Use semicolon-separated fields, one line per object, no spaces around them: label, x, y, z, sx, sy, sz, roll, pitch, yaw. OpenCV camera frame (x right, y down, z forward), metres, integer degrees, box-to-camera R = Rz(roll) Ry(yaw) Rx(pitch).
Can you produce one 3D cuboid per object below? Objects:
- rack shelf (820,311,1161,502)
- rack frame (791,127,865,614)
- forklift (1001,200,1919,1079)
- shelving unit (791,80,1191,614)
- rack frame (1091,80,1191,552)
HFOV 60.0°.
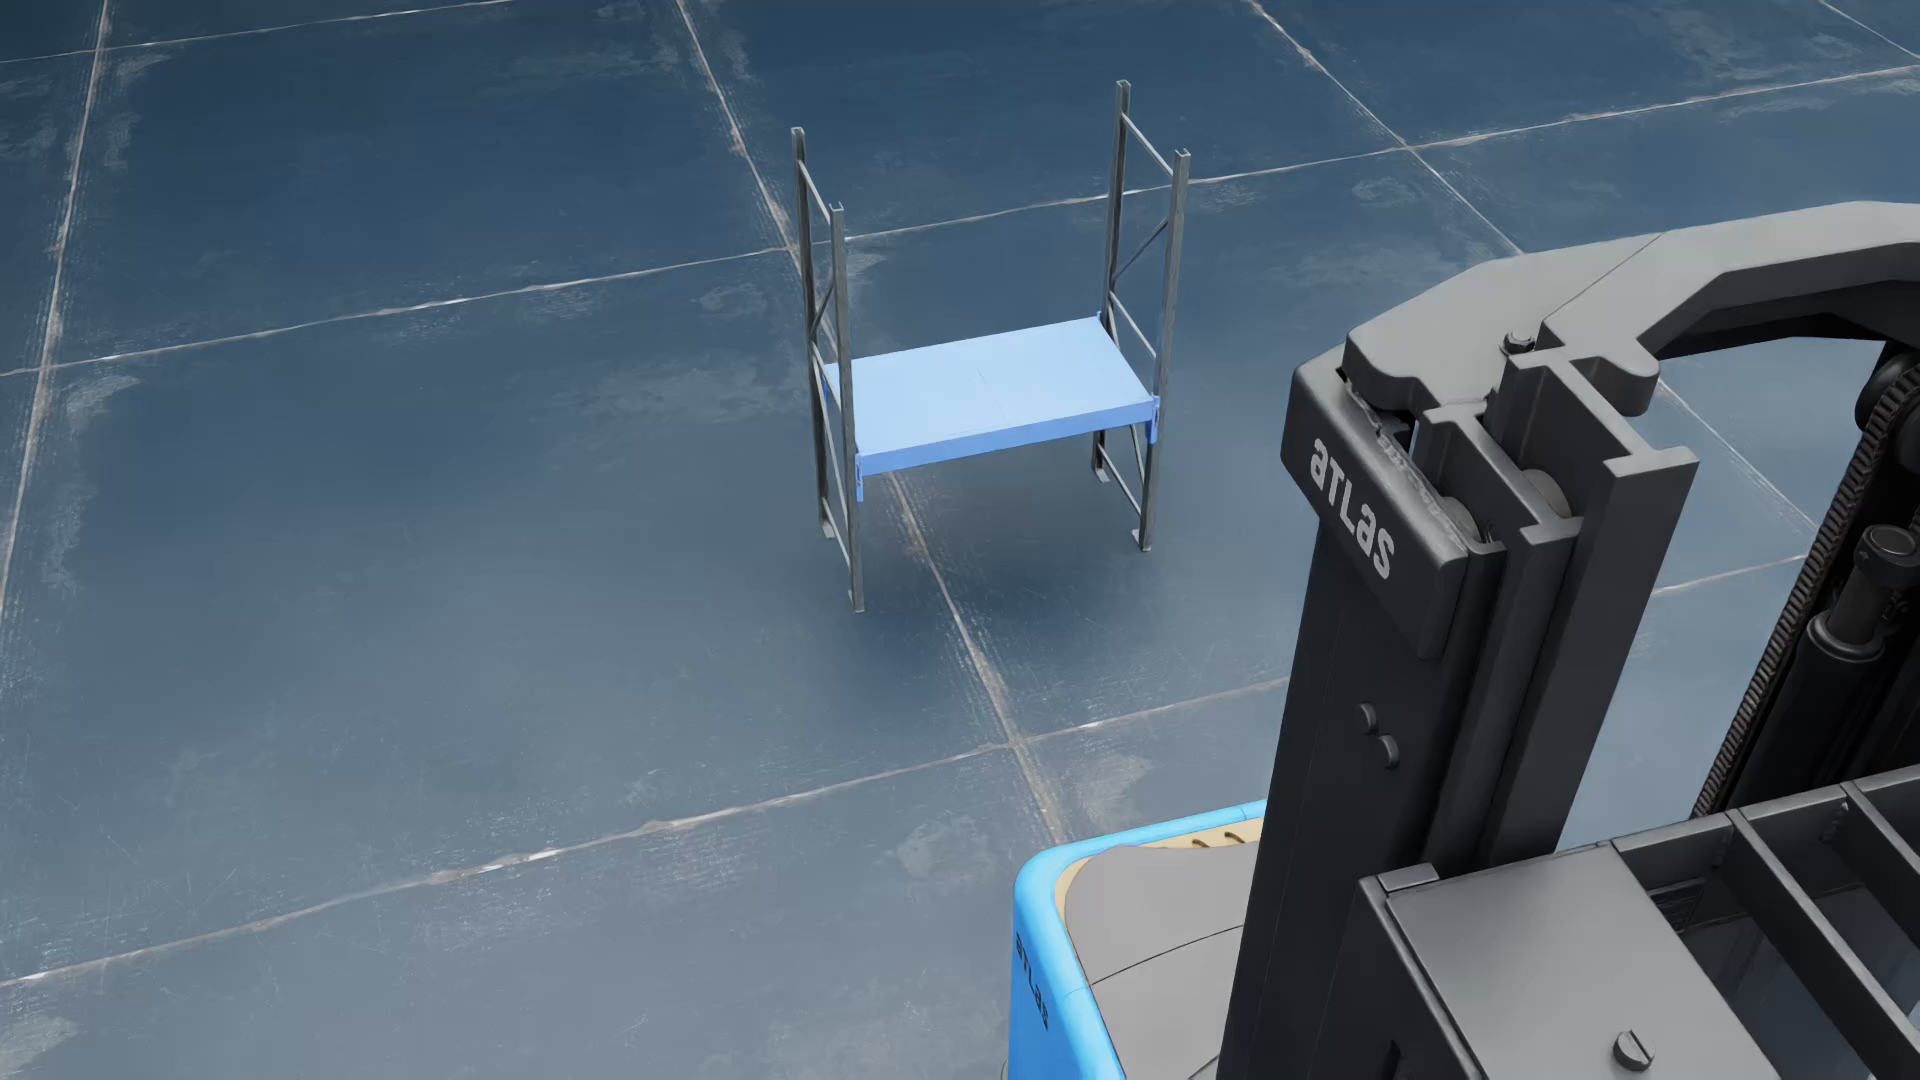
rack shelf;0.081;-0.446;5.394;1.000;0.185;0.538;-12;42;-13
rack frame;-0.404;-0.481;5.161;0.032;1.500;0.500;-12;42;-13
forklift;0.985;1.195;2.154;1.130;2.935;3.031;-11;42;-12
shelving unit;0.081;-0.582;5.276;1.048;1.500;0.538;-12;42;-13
rack frame;0.566;-0.682;5.391;0.032;1.500;0.500;-12;42;-13
